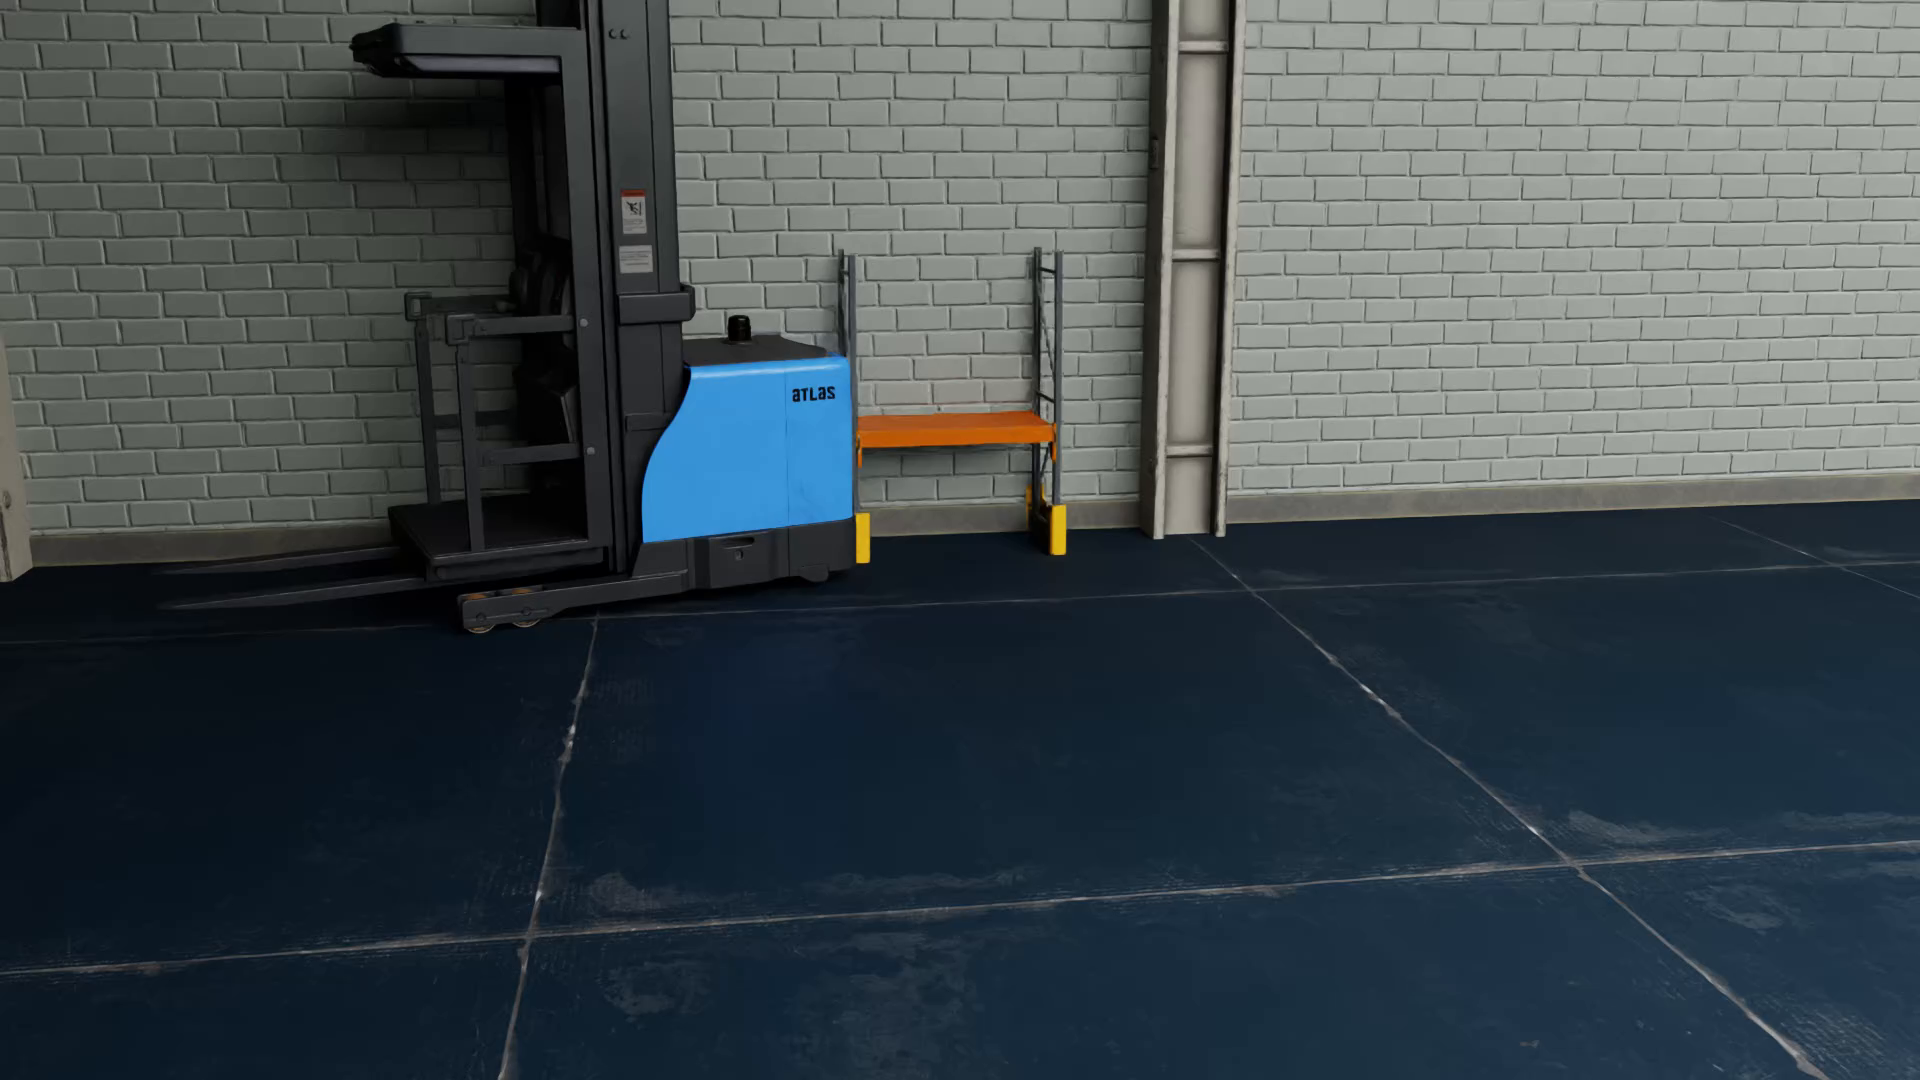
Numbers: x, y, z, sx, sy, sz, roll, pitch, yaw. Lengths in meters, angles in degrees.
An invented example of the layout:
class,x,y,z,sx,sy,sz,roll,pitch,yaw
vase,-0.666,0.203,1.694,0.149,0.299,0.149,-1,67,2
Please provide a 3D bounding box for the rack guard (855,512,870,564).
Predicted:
class,x,y,z,sx,sy,sz,roll,pitch,yaw
rack guard,-0.536,-0.069,8.451,0.087,0.250,0.587,-2,13,-10

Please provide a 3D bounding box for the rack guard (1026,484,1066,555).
class,x,y,z,sx,sy,sz,roll,pitch,yaw
rack guard,0.444,-0.112,8.626,0.087,0.250,0.587,-2,13,-10

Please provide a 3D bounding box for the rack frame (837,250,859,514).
class,x,y,z,sx,sy,sz,roll,pitch,yaw
rack frame,-0.556,-0.678,8.308,0.032,1.500,0.500,-2,13,-10

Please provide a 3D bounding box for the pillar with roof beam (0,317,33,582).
class,x,y,z,sx,sy,sz,roll,pitch,yaw
pillar with roof beam,-4.104,-3.161,2.825,0.400,9.000,9.100,-2,14,-8

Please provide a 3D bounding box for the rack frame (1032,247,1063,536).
class,x,y,z,sx,sy,sz,roll,pitch,yaw
rack frame,0.444,-0.721,8.487,0.032,1.500,0.500,-2,13,-10

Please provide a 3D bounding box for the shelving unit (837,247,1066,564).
class,x,y,z,sx,sy,sz,roll,pitch,yaw
shelving unit,-0.048,-0.700,8.399,1.083,1.500,0.587,-2,13,-10

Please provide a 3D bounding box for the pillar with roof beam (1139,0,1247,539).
class,x,y,z,sx,sy,sz,roll,pitch,yaw
pillar with roof beam,1.829,-3.378,3.692,0.400,9.000,9.100,-2,14,-8

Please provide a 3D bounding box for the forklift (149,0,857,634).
class,x,y,z,sx,sy,sz,roll,pitch,yaw
forklift,-2.044,-1.167,7.351,3.031,2.935,1.130,-7,16,-26

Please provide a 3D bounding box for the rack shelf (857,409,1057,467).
class,x,y,z,sx,sy,sz,roll,pitch,yaw
rack shelf,-0.056,-0.524,8.438,1.000,0.185,0.538,-2,13,-10
